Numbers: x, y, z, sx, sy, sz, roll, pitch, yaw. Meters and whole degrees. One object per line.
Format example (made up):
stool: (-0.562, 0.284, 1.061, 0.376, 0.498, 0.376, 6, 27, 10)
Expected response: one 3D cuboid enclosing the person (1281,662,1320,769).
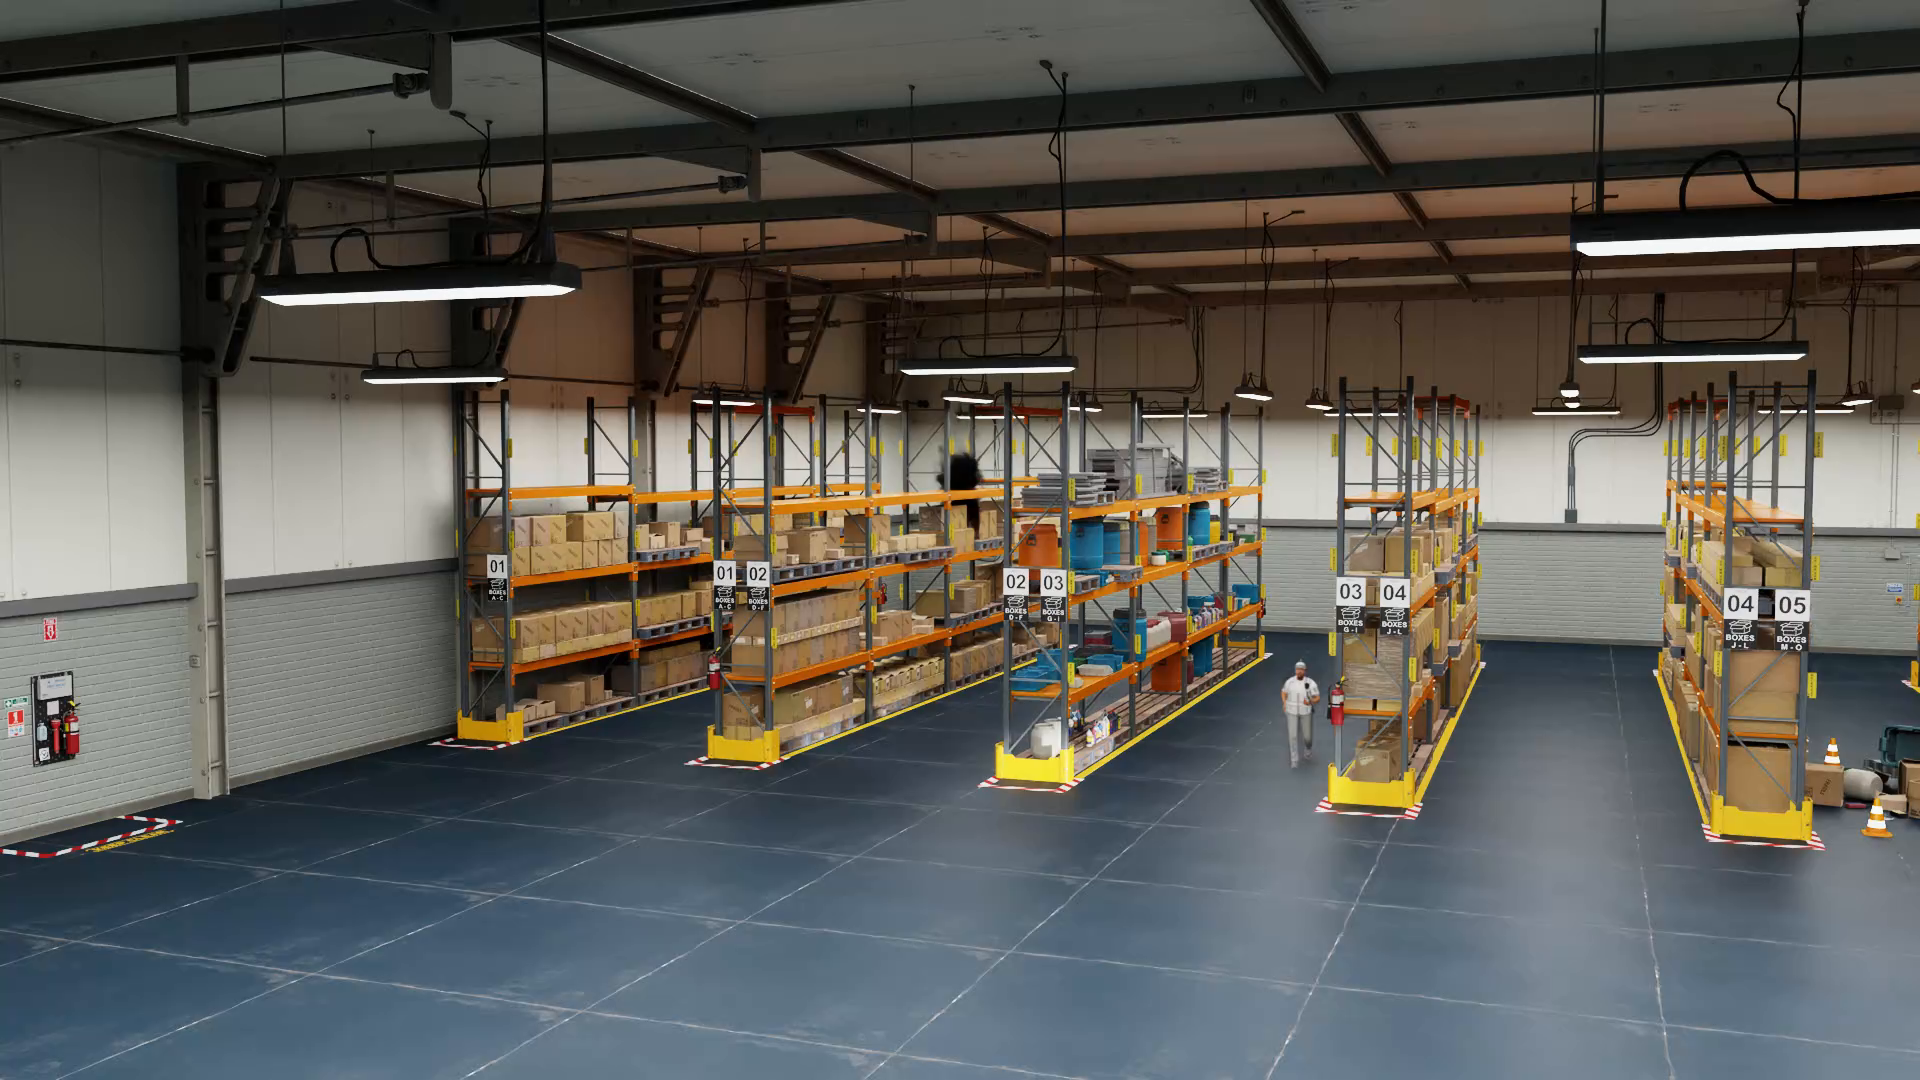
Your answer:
person: (5.357, 2.738, 26.225, 0.620, 1.634, 0.823, 1, 3, 17)
